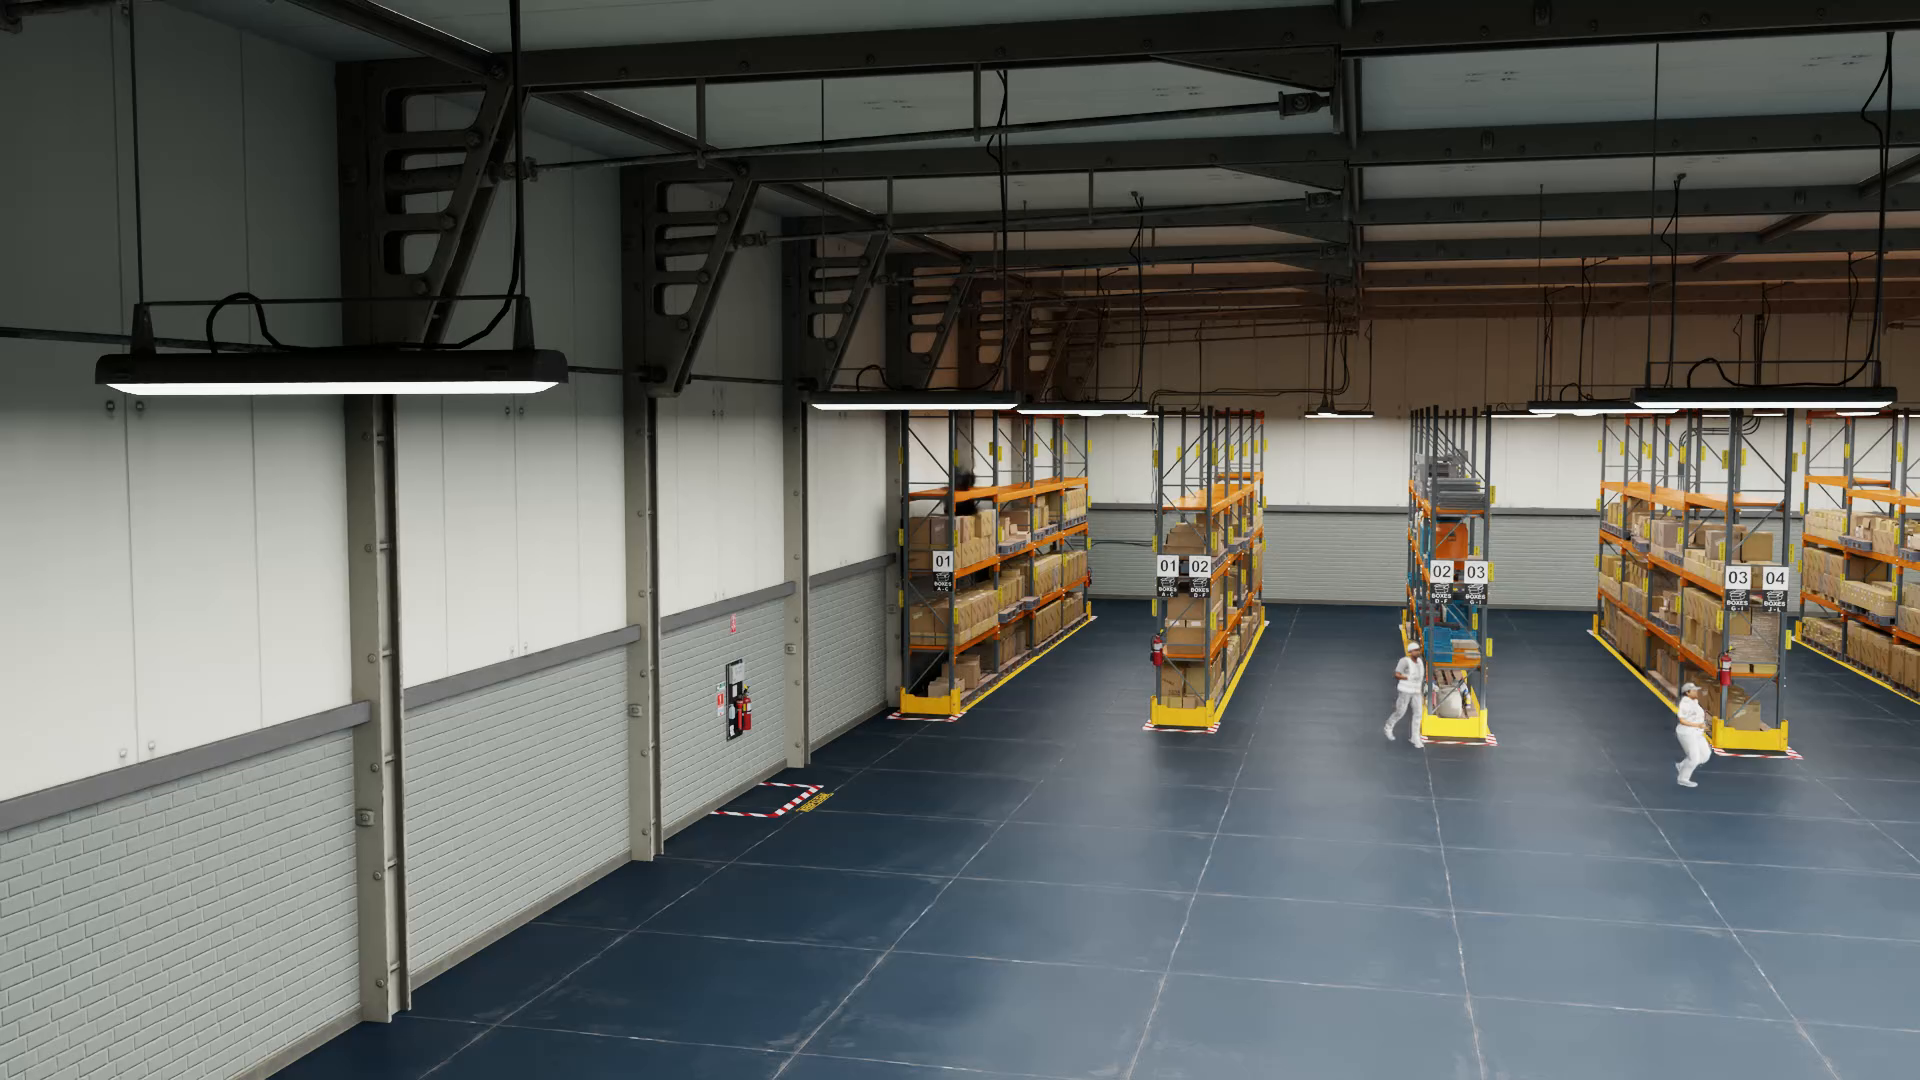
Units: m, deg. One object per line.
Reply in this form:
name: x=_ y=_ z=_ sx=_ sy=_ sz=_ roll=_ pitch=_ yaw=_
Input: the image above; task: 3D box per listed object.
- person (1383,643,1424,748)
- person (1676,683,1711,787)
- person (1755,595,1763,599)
person: x=7.949 y=2.715 z=29.431 sx=0.686 sy=1.808 sz=0.887 roll=-2 pitch=5 yaw=-27
person: x=11.470 y=3.048 z=26.016 sx=0.557 sy=1.609 sz=0.599 roll=4 pitch=6 yaw=42
person: x=20.228 y=1.884 z=42.018 sx=0.675 sy=1.683 sz=0.605 roll=1 pitch=4 yaw=18
